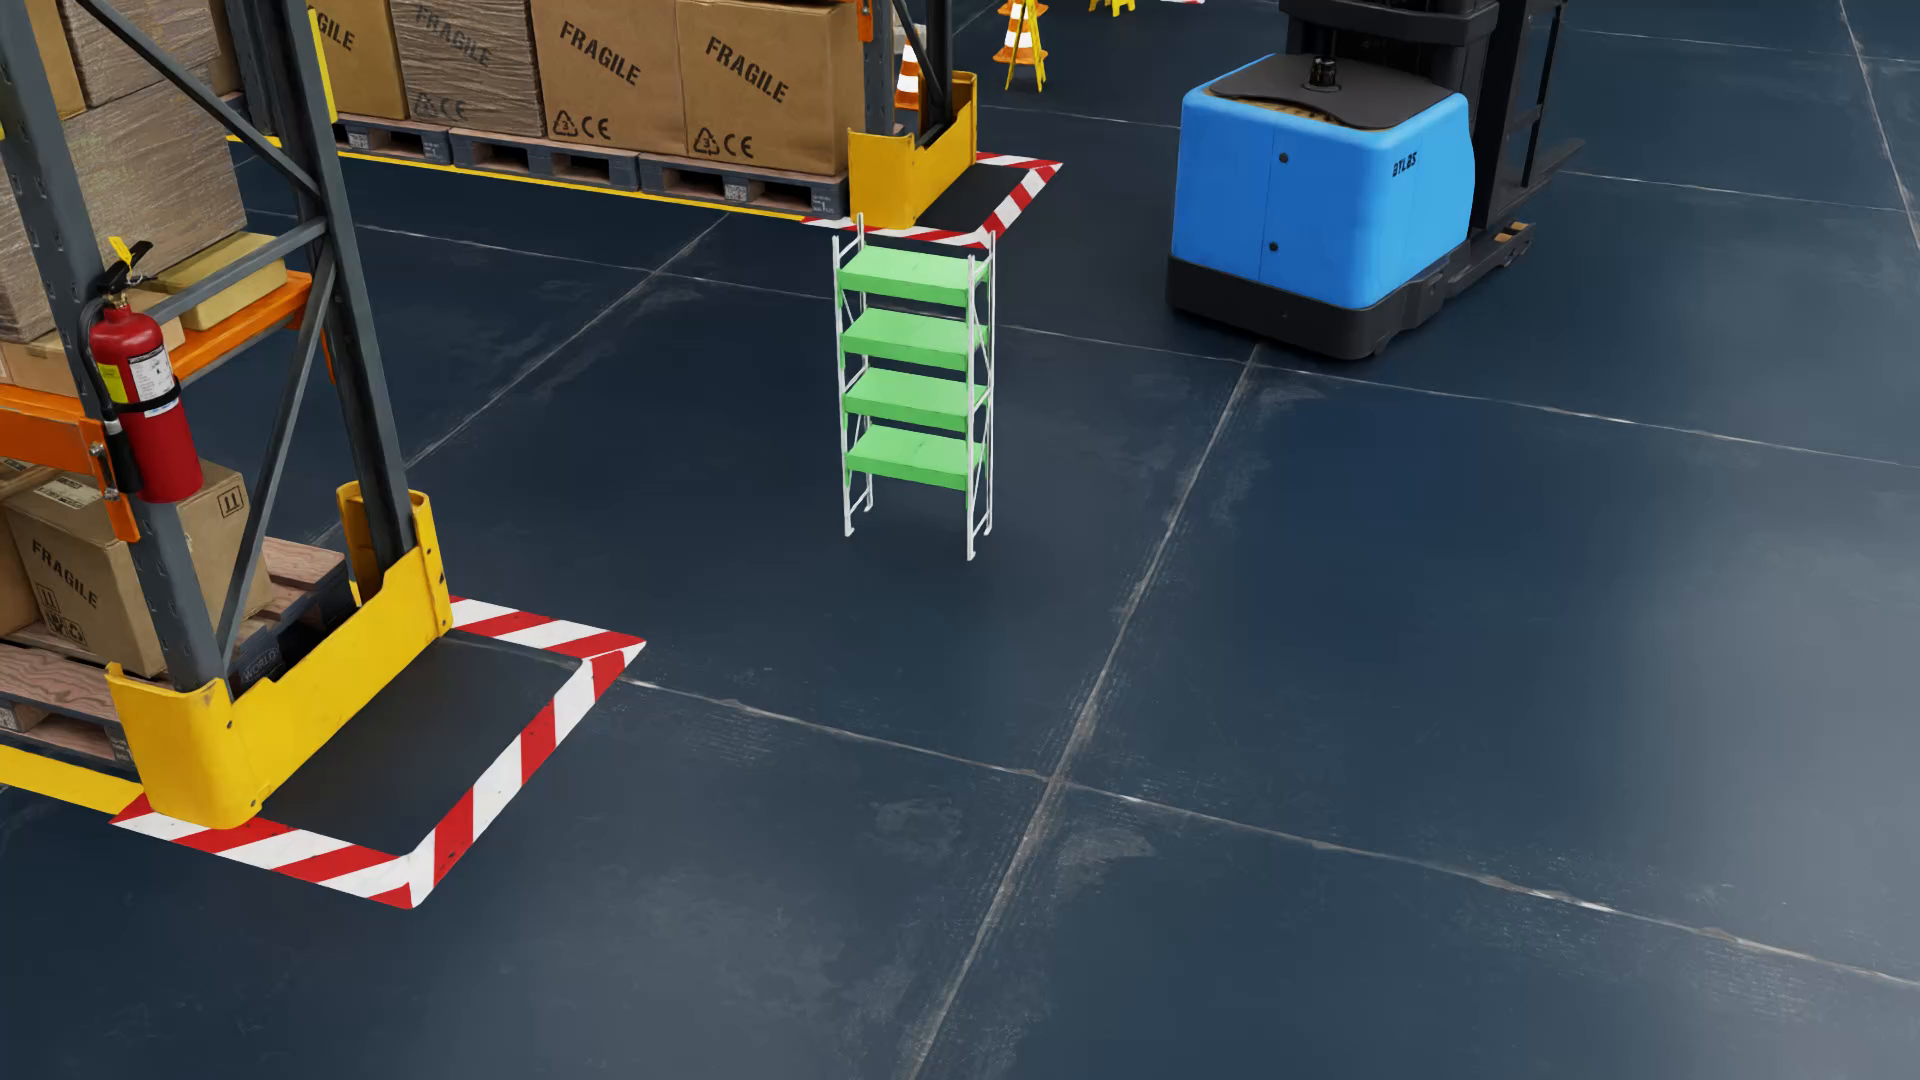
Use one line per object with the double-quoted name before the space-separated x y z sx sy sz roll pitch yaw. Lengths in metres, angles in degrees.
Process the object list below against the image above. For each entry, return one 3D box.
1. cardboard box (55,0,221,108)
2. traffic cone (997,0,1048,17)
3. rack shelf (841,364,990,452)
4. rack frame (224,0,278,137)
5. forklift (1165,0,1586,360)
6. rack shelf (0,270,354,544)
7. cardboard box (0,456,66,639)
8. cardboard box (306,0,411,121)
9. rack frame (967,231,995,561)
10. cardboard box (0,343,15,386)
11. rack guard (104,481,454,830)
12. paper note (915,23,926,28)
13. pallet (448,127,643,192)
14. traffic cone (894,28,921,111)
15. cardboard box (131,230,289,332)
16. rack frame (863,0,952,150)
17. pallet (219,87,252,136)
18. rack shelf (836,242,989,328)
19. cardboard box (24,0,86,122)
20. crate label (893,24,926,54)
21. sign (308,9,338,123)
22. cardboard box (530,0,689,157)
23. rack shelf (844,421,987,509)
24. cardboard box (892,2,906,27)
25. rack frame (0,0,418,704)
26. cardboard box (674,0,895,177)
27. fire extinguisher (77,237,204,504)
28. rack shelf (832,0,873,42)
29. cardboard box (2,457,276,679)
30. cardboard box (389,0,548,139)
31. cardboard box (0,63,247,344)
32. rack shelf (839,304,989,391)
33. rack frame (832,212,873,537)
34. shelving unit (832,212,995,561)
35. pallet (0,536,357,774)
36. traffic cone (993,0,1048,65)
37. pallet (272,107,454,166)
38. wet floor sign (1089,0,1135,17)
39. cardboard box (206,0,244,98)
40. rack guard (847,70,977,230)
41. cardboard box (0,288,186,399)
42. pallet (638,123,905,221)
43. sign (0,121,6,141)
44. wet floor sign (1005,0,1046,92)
"cardboard box" -2.462 -1.535 4.574 0.500 0.500 0.500 11 34 16
"traffic cone" 0.467 -4.122 12.208 0.334 0.463 0.336 11 34 16
"rack shelf" -0.156 -0.481 6.006 0.480 0.148 0.258 11 34 16
"rack frame" -4.033 -3.954 9.609 0.127 3.000 1.000 11 34 16
"forklift" 2.289 -2.760 7.823 1.130 2.935 3.031 24 40 32
"rack shelf" -3.919 -0.772 5.343 4.000 0.370 1.077 11 34 16
"cardboard box" -3.192 -0.049 5.478 0.500 0.500 0.500 21 38 29
"cardboard box" -3.465 -3.087 9.838 0.875 0.875 0.875 12 35 17
"rack frame" 0.074 -0.490 5.902 0.015 1.200 0.240 11 34 16
"cardboard box" -2.609 -0.595 4.638 0.250 0.149 0.380 11 34 16
"rack guard" -2.108 0.328 5.281 0.348 0.500 1.175 11 34 16
"paper note" -0.254 -3.677 11.918 0.142 0.019 0.148 0 33 0
"pallet" -2.191 -2.381 9.743 1.213 0.211 1.003 11 34 16
"traffic cone" -0.288 -2.979 10.437 0.334 0.463 0.336 11 34 16
"cardboard box" -2.224 -0.776 4.919 0.250 0.149 0.380 11 34 16
"rack frame" -0.268 -3.222 8.475 0.127 3.000 1.000 11 34 16
"pallet" -4.785 -2.885 10.524 1.213 0.211 1.003 11 34 16
"rack shelf" -0.156 -0.884 5.746 0.480 0.148 0.258 11 34 16
"cardboard box" -2.637 -1.269 4.163 0.500 0.500 0.500 11 34 16
"crate label" -0.348 -3.469 11.496 0.298 0.136 0.250 -6 33 -9
"sign" -1.853 -1.349 4.775 0.005 0.325 0.100 11 34 16
"cardboard box" -1.757 -2.756 9.325 0.875 0.875 0.875 10 34 16
"rack shelf" -0.156 -0.279 6.136 0.480 0.148 0.258 11 34 16
"cardboard box" -0.607 -3.779 11.966 0.380 0.149 0.250 -25 40 -33
"rack frame" -2.036 -0.708 4.581 0.127 3.000 1.000 11 34 16
"cardboard box" -0.928 -2.596 9.077 0.875 0.875 0.875 11 35 17
"fire extinguisher" -2.084 -0.419 4.205 0.183 0.674 0.296 11 34 16
"rack shelf" -2.150 -3.286 9.237 4.000 0.370 1.077 11 34 16
"cardboard box" -2.618 0.043 5.335 0.500 0.500 0.500 18 37 25
"cardboard box" -2.615 -2.924 9.585 0.875 0.875 0.875 11 35 17
"cardboard box" -2.544 -0.990 4.651 0.500 0.500 0.875 11 34 16
"rack shelf" -0.156 -0.682 5.876 0.480 0.148 0.258 11 34 16
"rack frame" -0.386 -0.579 6.041 0.015 1.200 0.240 11 34 16
"shelving unit" -0.156 -0.534 5.971 0.503 1.200 0.258 11 34 16
"pallet" -2.860 0.283 5.617 1.213 0.211 1.003 11 34 16
"traffic cone" 0.413 -3.493 11.234 0.334 0.463 0.336 11 34 16
"pallet" -3.344 -2.603 10.088 1.213 0.211 1.003 11 34 16
"wet floor sign" 1.125 -4.198 12.157 0.232 0.644 0.267 24 40 32
"cardboard box" -4.648 -3.253 10.210 0.750 0.750 1.050 11 34 16
"rack guard" -0.245 -2.168 9.146 0.348 0.500 1.175 11 34 16
"cardboard box" -2.374 -0.549 4.567 0.250 0.149 0.380 11 34 16
"pallet" -1.047 -2.157 9.396 1.213 0.211 1.003 11 34 16
"sign" -2.242 -1.047 3.748 0.005 0.325 0.100 11 34 16
"wet floor sign" 0.428 -3.239 10.671 0.232 0.644 0.267 5 33 8
